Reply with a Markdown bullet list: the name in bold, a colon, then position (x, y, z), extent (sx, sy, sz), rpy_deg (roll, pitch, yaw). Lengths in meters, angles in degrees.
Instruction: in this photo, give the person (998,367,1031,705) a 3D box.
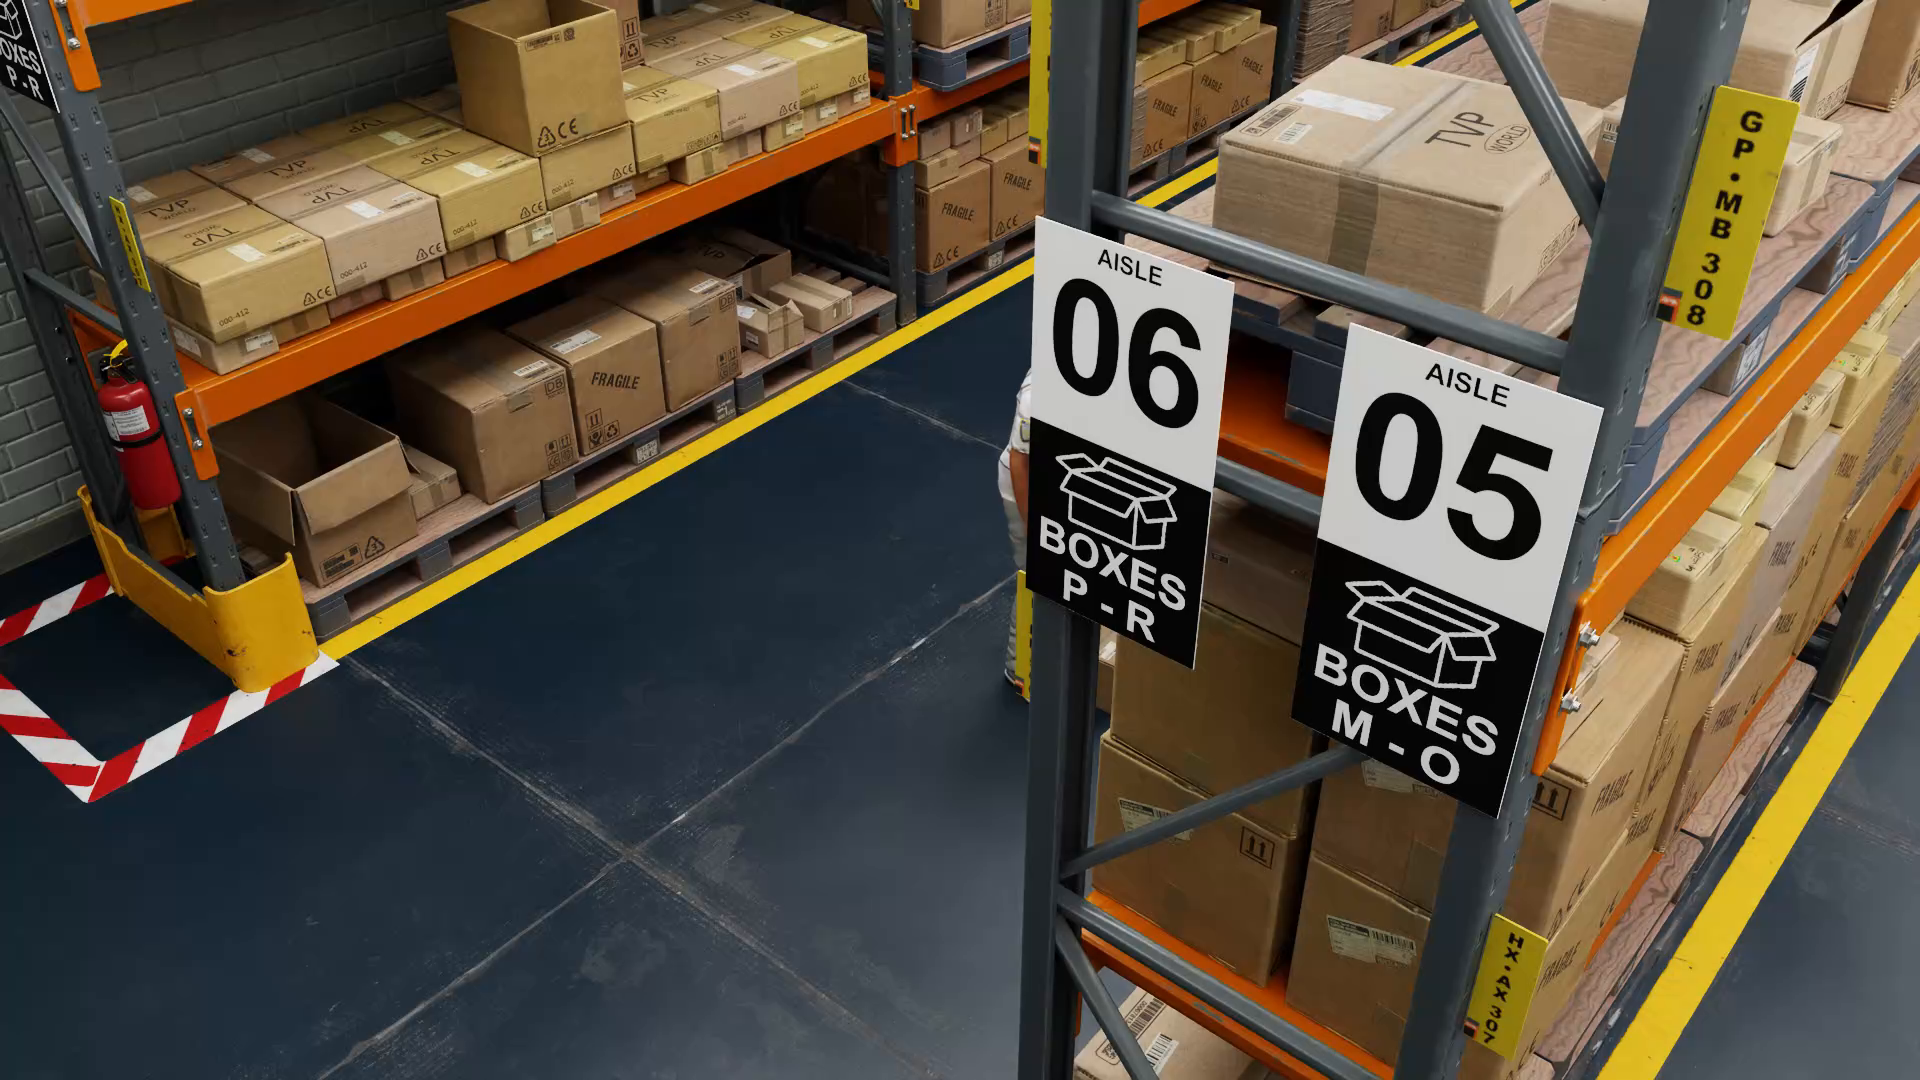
- **person**: position (0.399, -0.162, 6.369), extent (0.466, 1.666, 0.538), rpy_deg (26, 43, 32)
